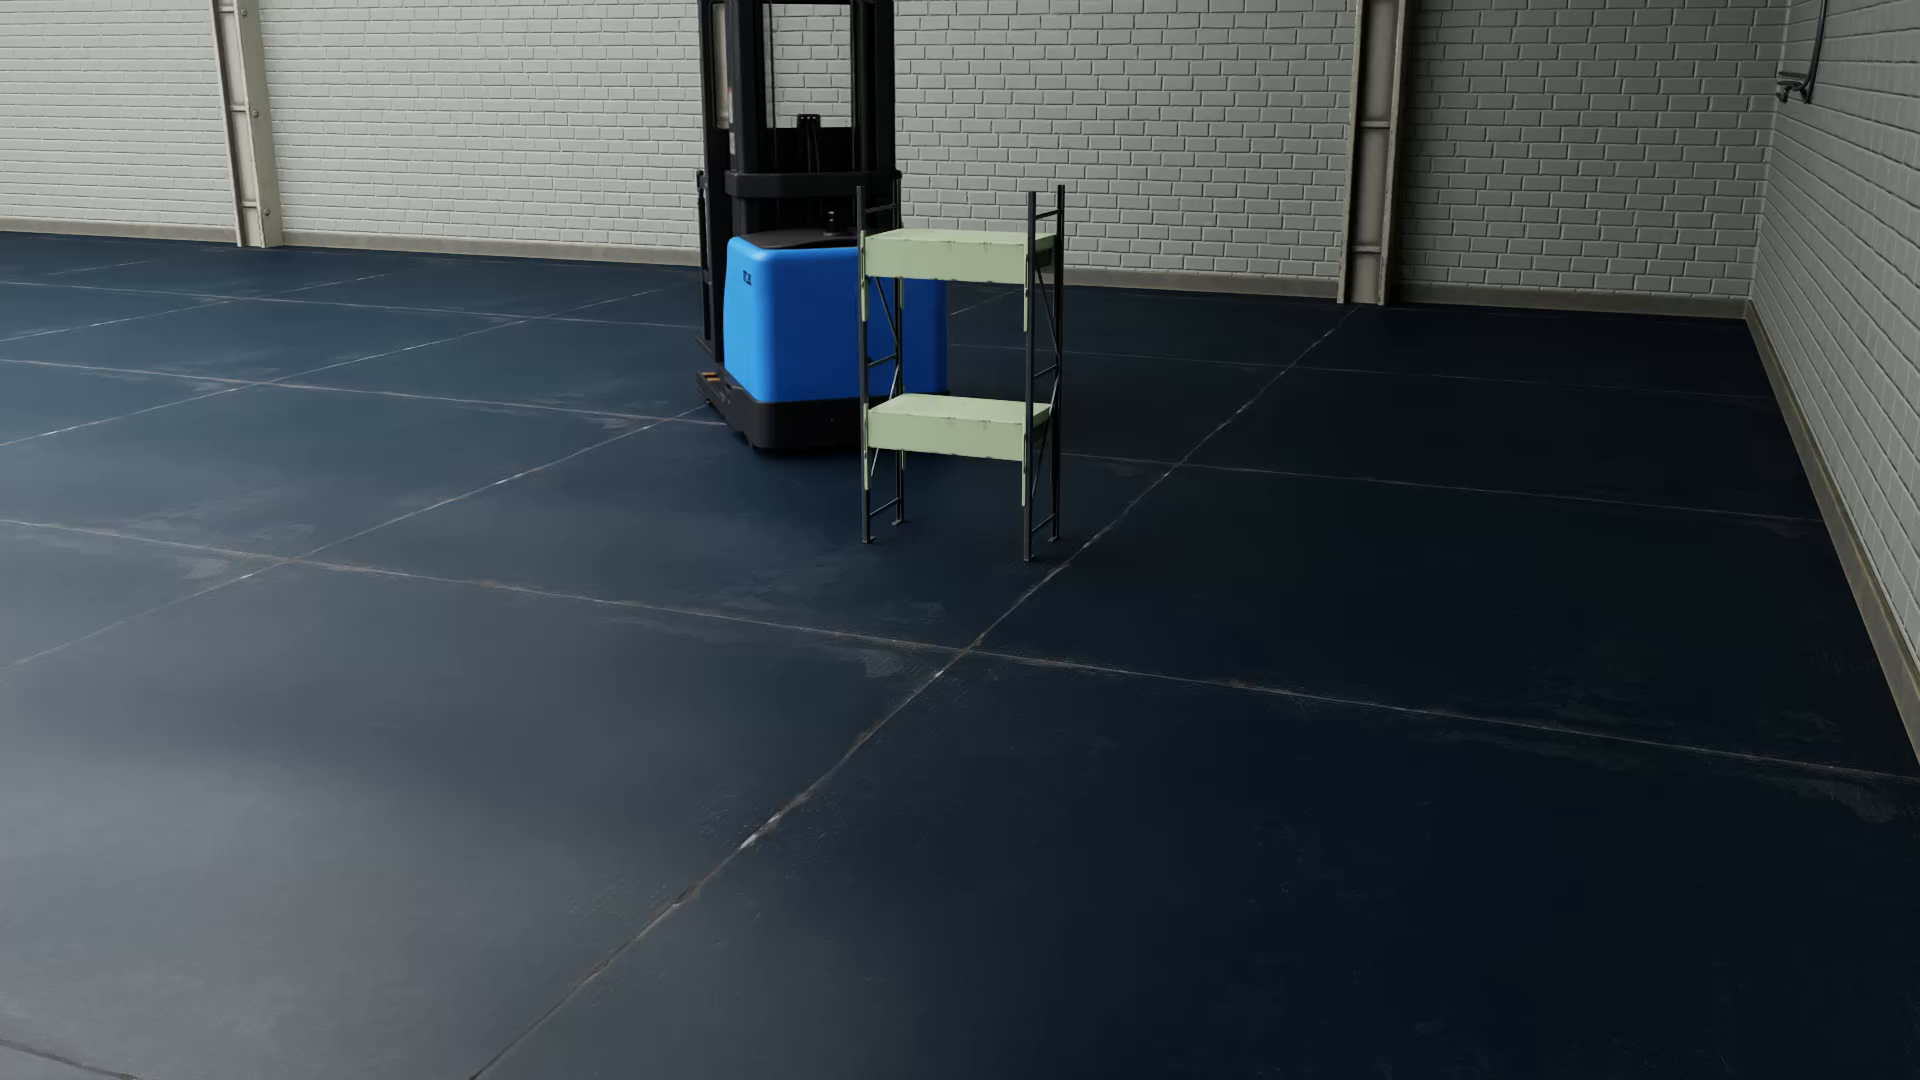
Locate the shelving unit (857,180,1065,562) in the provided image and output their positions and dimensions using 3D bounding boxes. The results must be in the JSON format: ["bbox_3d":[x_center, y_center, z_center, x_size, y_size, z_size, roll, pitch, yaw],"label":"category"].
[{"bbox_3d":[0.006,-0.720,6.962,0.755,1.500,0.431,6,17,21],"label":"shelving unit"}]

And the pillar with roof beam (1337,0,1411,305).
[{"bbox_3d":[1.857,-5.234,9.062,0.400,9.000,9.100,6,17,21],"label":"pillar with roof beam"}]

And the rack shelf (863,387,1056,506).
[{"bbox_3d":[0.006,-0.406,7.053,0.720,0.370,0.431,6,17,21],"label":"rack shelf"}]

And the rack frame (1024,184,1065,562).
[{"bbox_3d":[0.347,-0.682,6.833,0.023,1.500,0.400,6,17,21],"label":"rack frame"}]

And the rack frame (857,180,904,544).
[{"bbox_3d":[-0.334,-0.757,7.091,0.023,1.500,0.400,6,17,21],"label":"rack frame"}]

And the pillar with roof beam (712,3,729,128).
[{"bbox_3d":[-3.724,-5.848,11.176,0.400,9.000,9.100,6,17,21],"label":"pillar with roof beam"}]

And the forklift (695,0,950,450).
[{"bbox_3d":[-0.977,-2.244,9.647,1.130,2.935,3.031,-5,17,-17],"label":"forklift"}]

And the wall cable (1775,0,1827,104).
[{"bbox_3d":[5.692,-4.215,11.121,0.112,2.526,3.097,6,17,21],"label":"wall cable"}]

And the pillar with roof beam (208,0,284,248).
[{"bbox_3d":[-9.306,-6.461,13.290,0.400,9.000,9.100,6,17,21],"label":"pillar with roof beam"}]

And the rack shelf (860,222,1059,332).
[{"bbox_3d":[0.006,-1.094,6.853,0.720,0.370,0.431,6,17,21],"label":"rack shelf"}]
